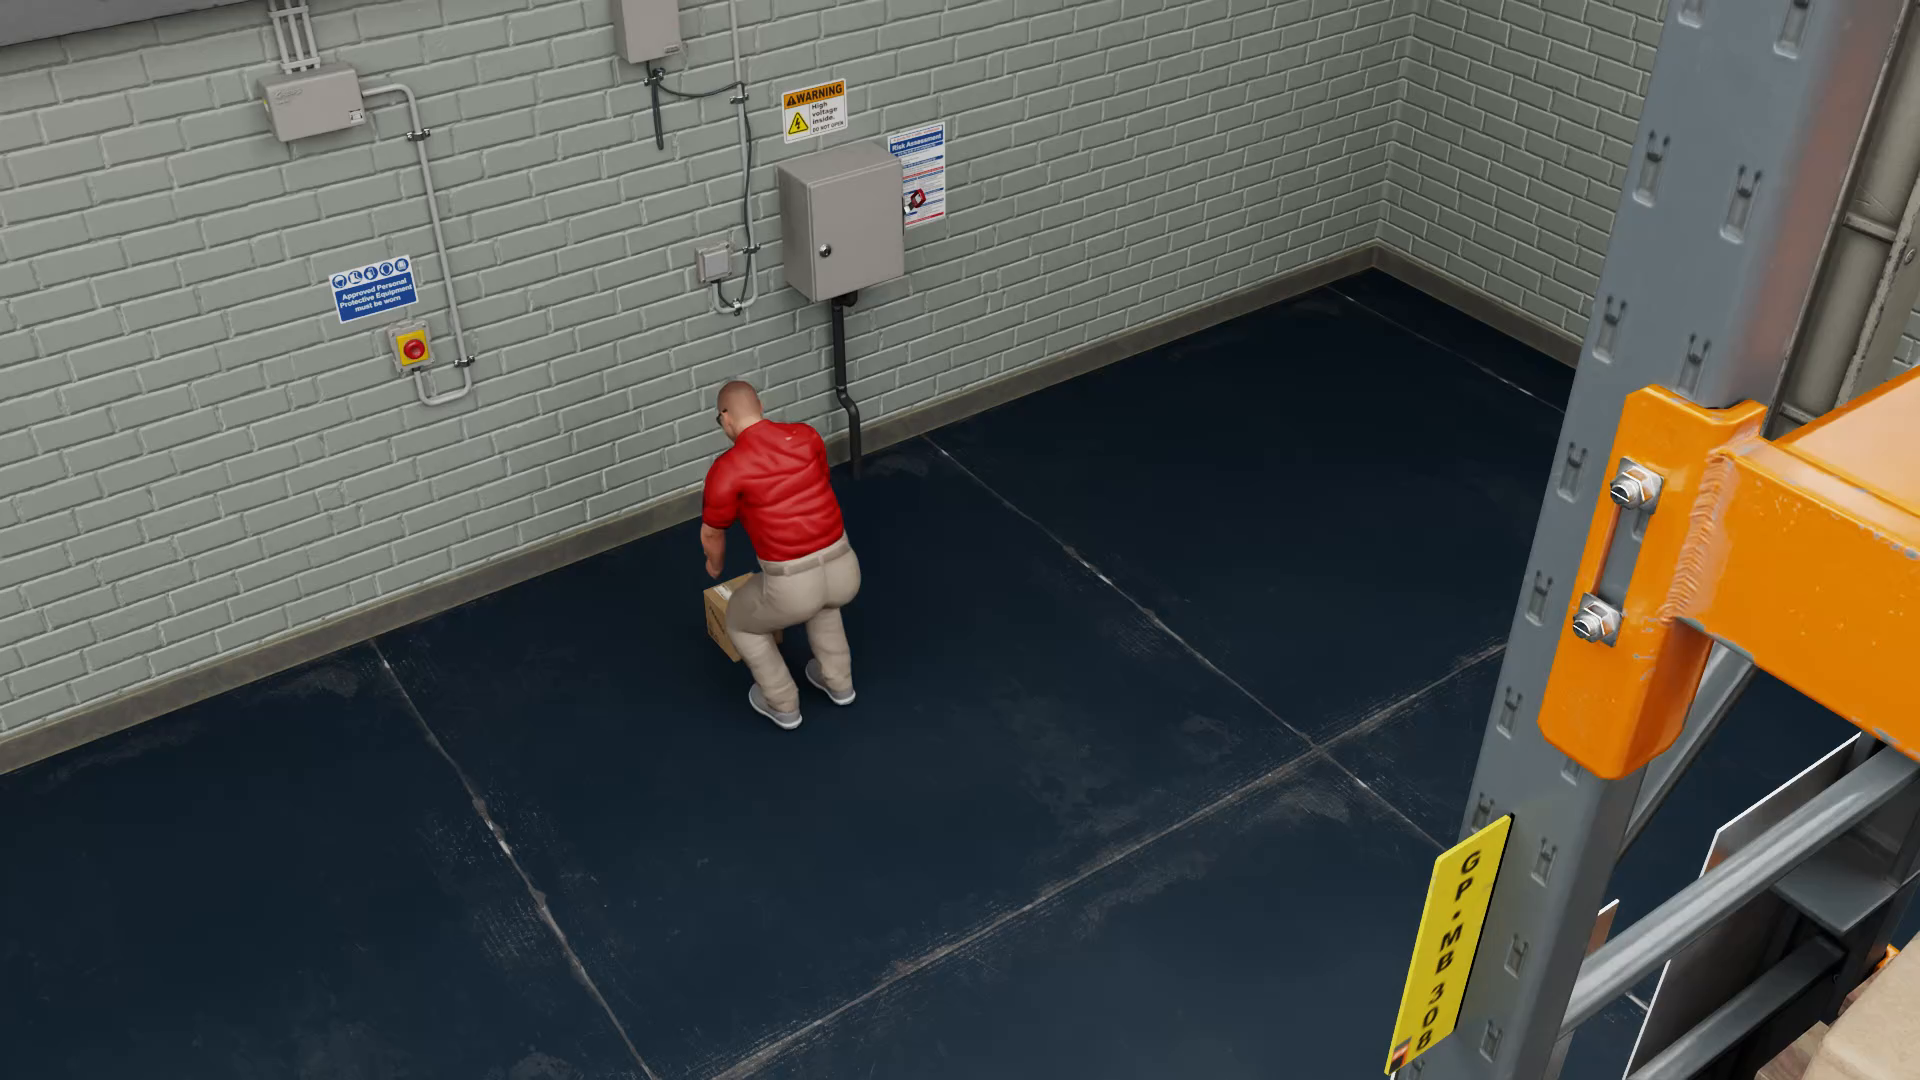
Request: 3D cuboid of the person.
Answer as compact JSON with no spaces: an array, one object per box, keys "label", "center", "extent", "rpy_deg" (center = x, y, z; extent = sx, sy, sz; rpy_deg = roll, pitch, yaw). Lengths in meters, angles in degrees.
[{"label":"person","center":[-0.732,0.092,6.768],"extent":[0.588,1.466,0.666],"rpy_deg":[-22,42,-27]}]
